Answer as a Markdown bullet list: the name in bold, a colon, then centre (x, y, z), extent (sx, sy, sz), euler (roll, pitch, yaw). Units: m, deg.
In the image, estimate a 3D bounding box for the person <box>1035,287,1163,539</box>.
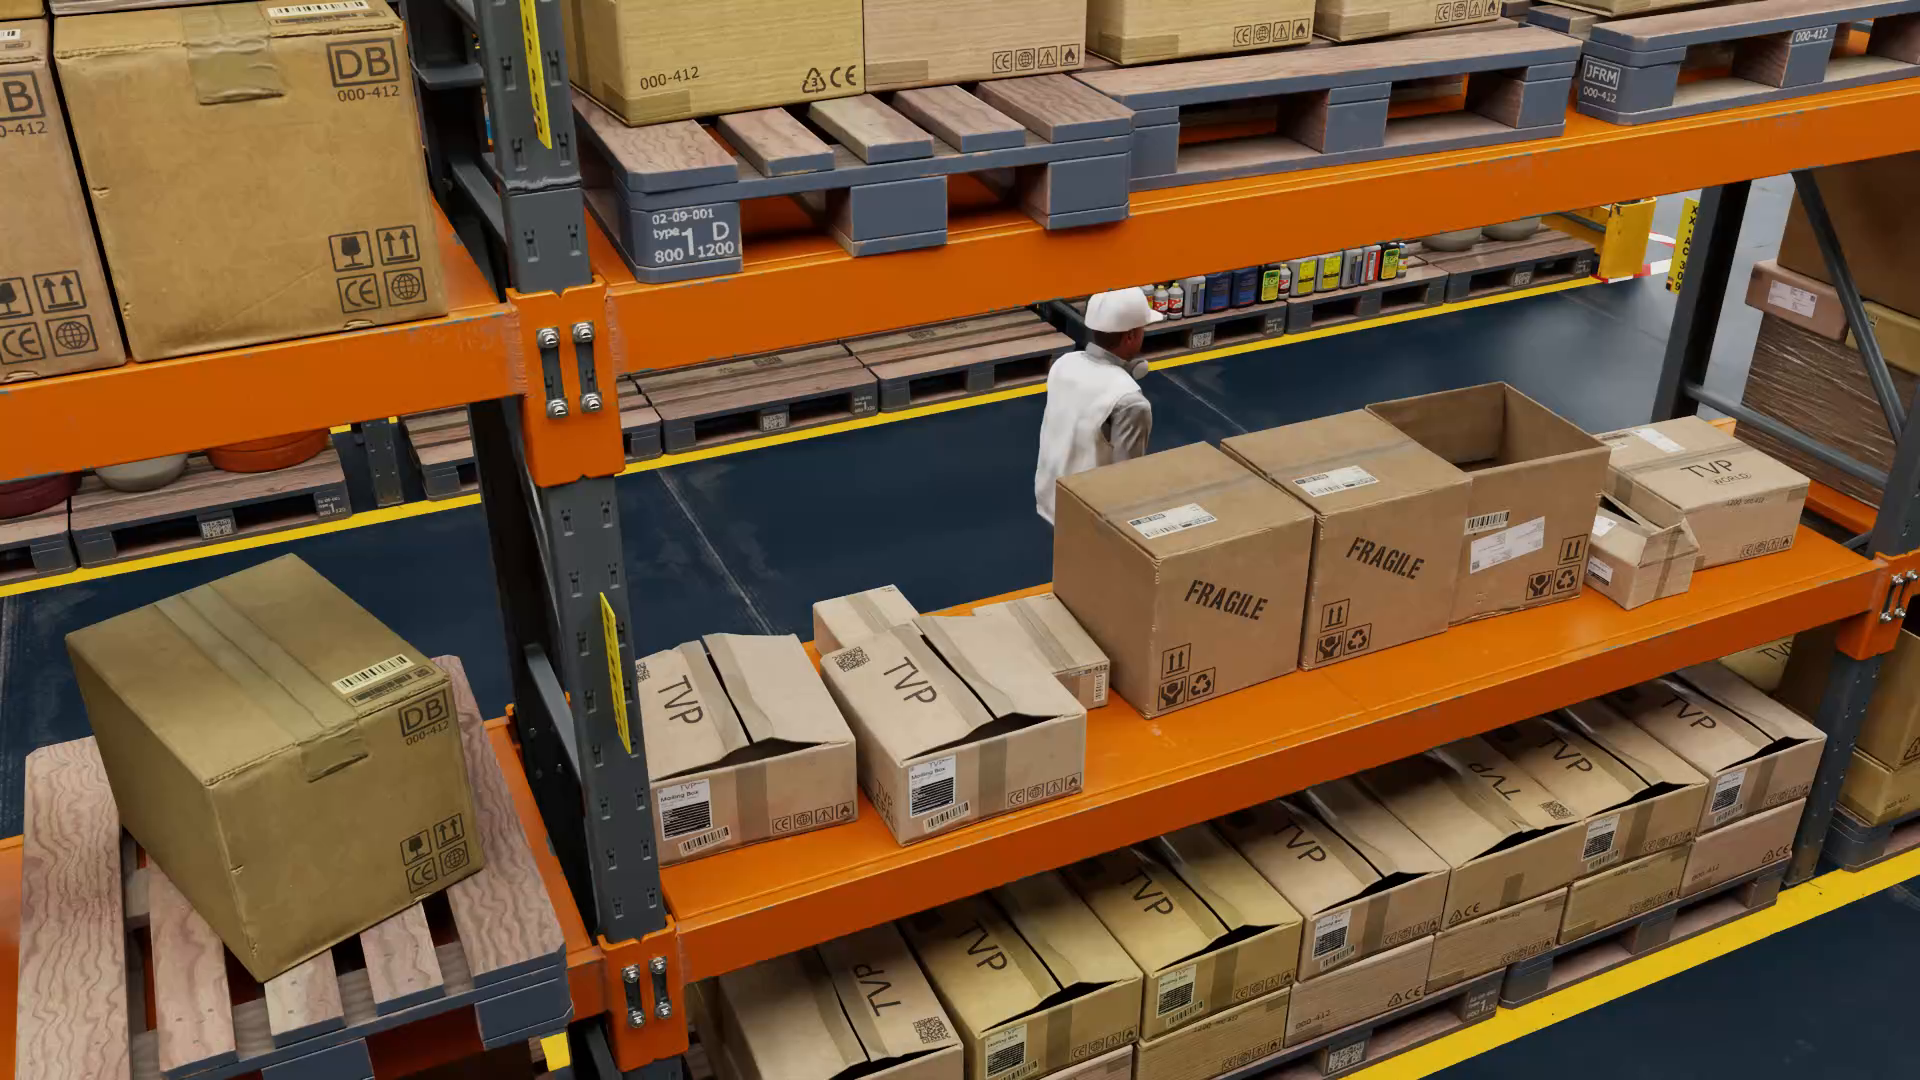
- **person**: centre (0.530, -0.120, 6.315), extent (0.465, 1.771, 0.592), euler (-15, 33, -25)
